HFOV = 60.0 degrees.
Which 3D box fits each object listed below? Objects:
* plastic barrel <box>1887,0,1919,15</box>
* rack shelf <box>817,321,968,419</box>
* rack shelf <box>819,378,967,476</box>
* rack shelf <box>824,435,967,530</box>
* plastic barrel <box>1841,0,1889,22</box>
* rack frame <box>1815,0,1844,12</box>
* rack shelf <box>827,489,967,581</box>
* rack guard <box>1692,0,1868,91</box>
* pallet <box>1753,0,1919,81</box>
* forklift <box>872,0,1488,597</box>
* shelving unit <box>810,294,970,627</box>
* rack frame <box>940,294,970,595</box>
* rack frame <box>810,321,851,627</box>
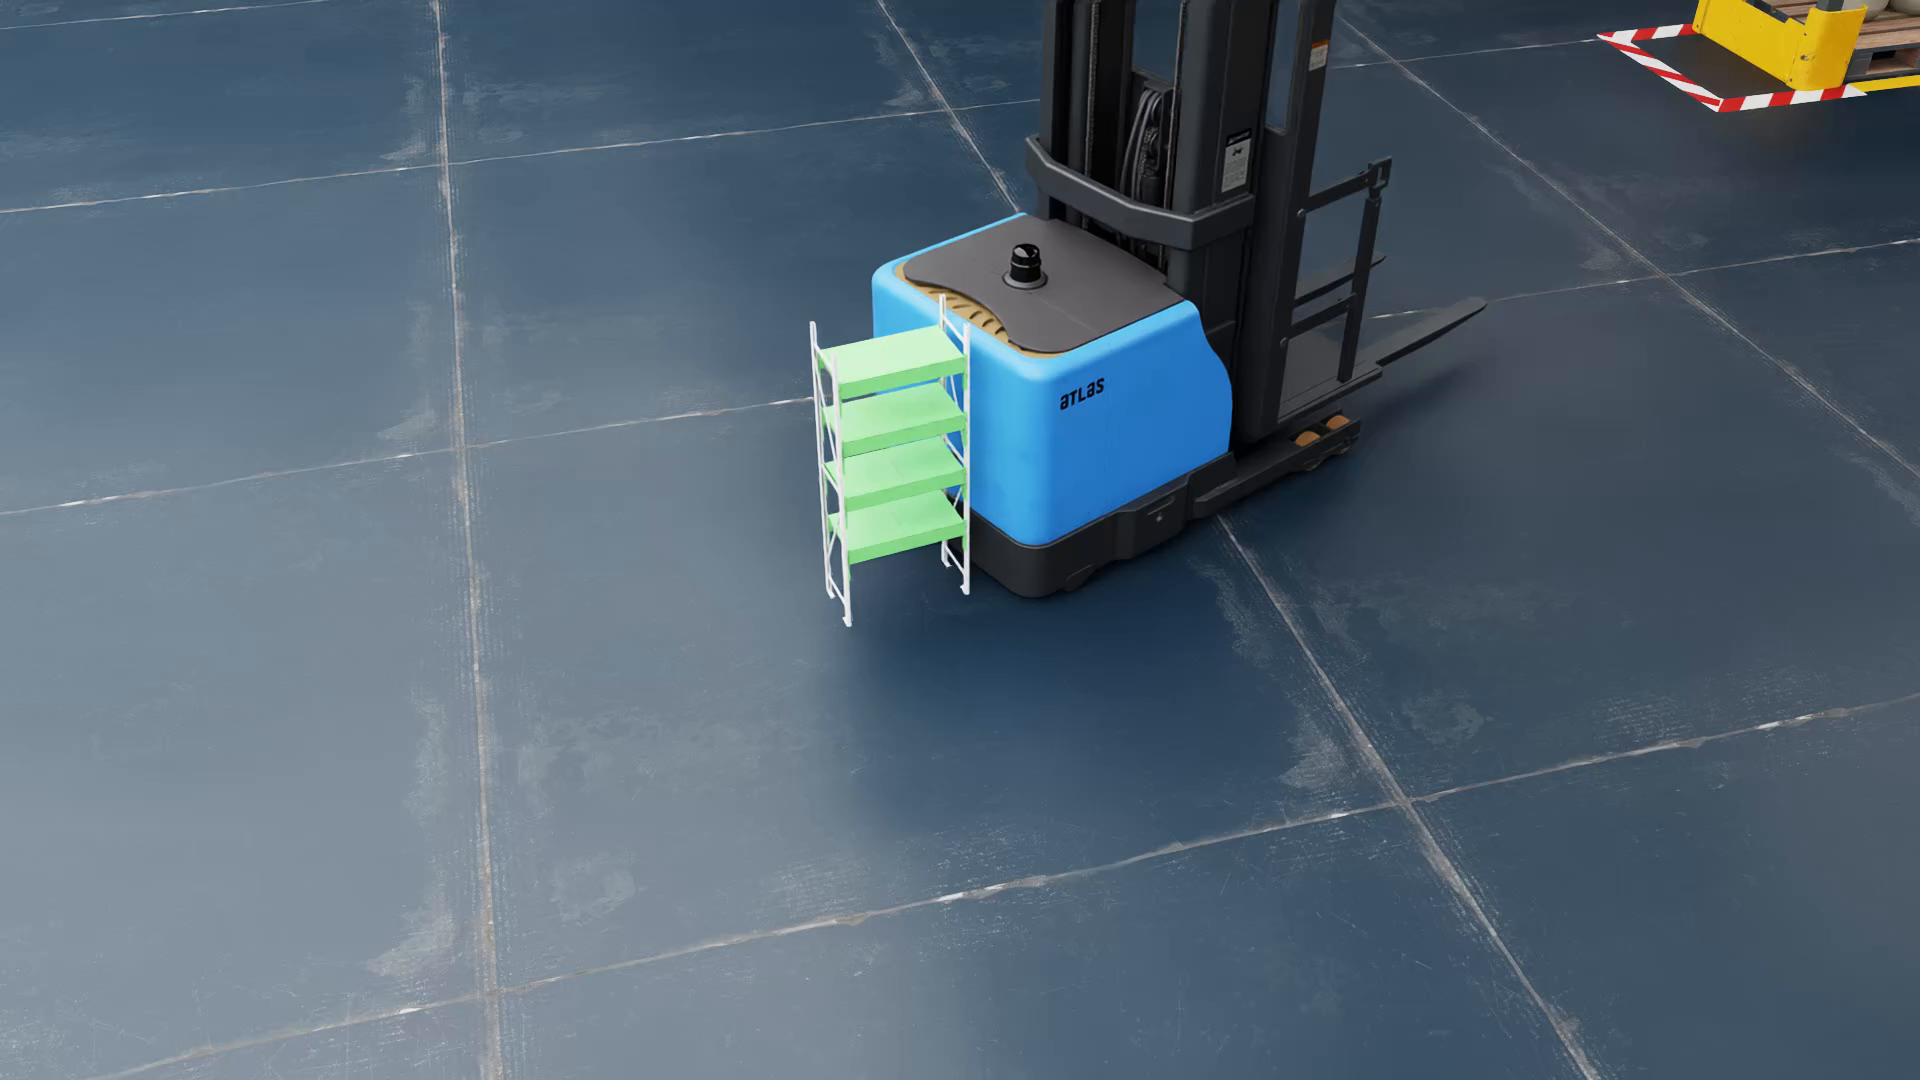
[{"bbox_3d":[6.309,-3.734,10.865,0.421,0.512,0.421,0,37,0],"label":"plastic barrel"},{"bbox_3d":[-0.242,-0.602,5.865,0.480,0.148,0.258,-15,40,-18],"label":"rack shelf"},{"bbox_3d":[-0.242,-0.412,6.011,0.480,0.148,0.258,-15,40,-18],"label":"rack shelf"},{"bbox_3d":[-0.242,-0.221,6.157,0.480,0.148,0.258,-15,40,-18],"label":"rack shelf"},{"bbox_3d":[5.825,-3.655,10.761,0.421,0.512,0.421,0,37,0],"label":"plastic barrel"},{"bbox_3d":[5.209,-4.327,9.938,0.127,3.000,1.000,-9,38,-12],"label":"rack frame"},{"bbox_3d":[-0.242,-0.030,6.302,0.480,0.148,0.258,-15,40,-18],"label":"rack shelf"},{"bbox_3d":[5.271,-3.374,10.749,0.348,0.500,1.175,-9,38,-12],"label":"rack guard"},{"bbox_3d":[6.056,-3.385,11.001,1.213,0.211,1.003,-9,38,-12],"label":"pallet"},{"bbox_3d":[1.110,-1.688,6.544,3.031,2.935,1.130,-26,45,-30],"label":"forklift"},{"bbox_3d":[-0.242,-0.272,6.118,0.503,1.200,0.258,-15,40,-18],"label":"shelving unit"},{"bbox_3d":[-0.018,-0.330,6.194,0.015,1.200,0.240,-15,40,-18],"label":"rack frame"},{"bbox_3d":[-0.467,-0.213,6.041,0.015,1.200,0.240,-15,40,-18],"label":"rack frame"}]
